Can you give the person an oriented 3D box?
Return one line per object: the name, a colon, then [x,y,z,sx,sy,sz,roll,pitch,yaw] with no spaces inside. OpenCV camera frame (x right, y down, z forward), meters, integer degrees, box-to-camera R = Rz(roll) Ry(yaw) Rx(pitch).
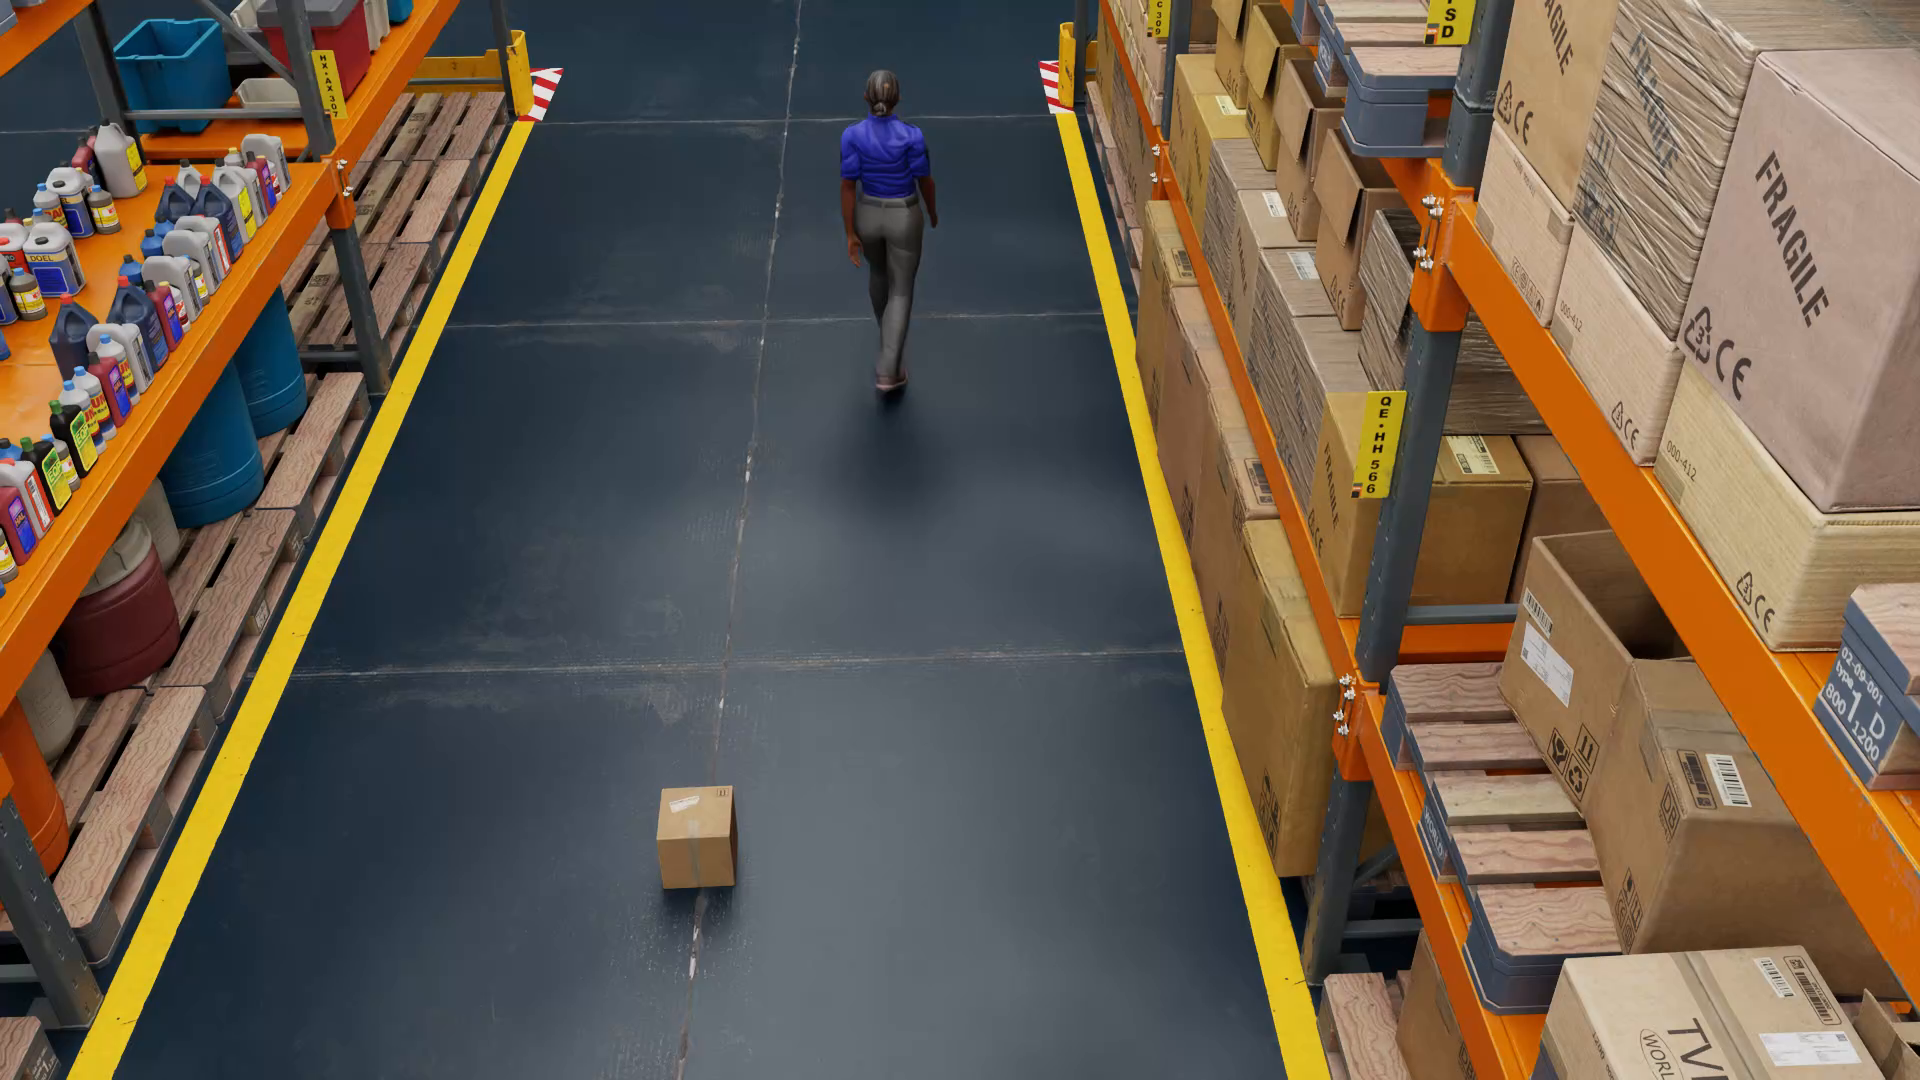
person: [-0.348,-1.620,8.424,0.446,1.600,0.988,7,36,10]
